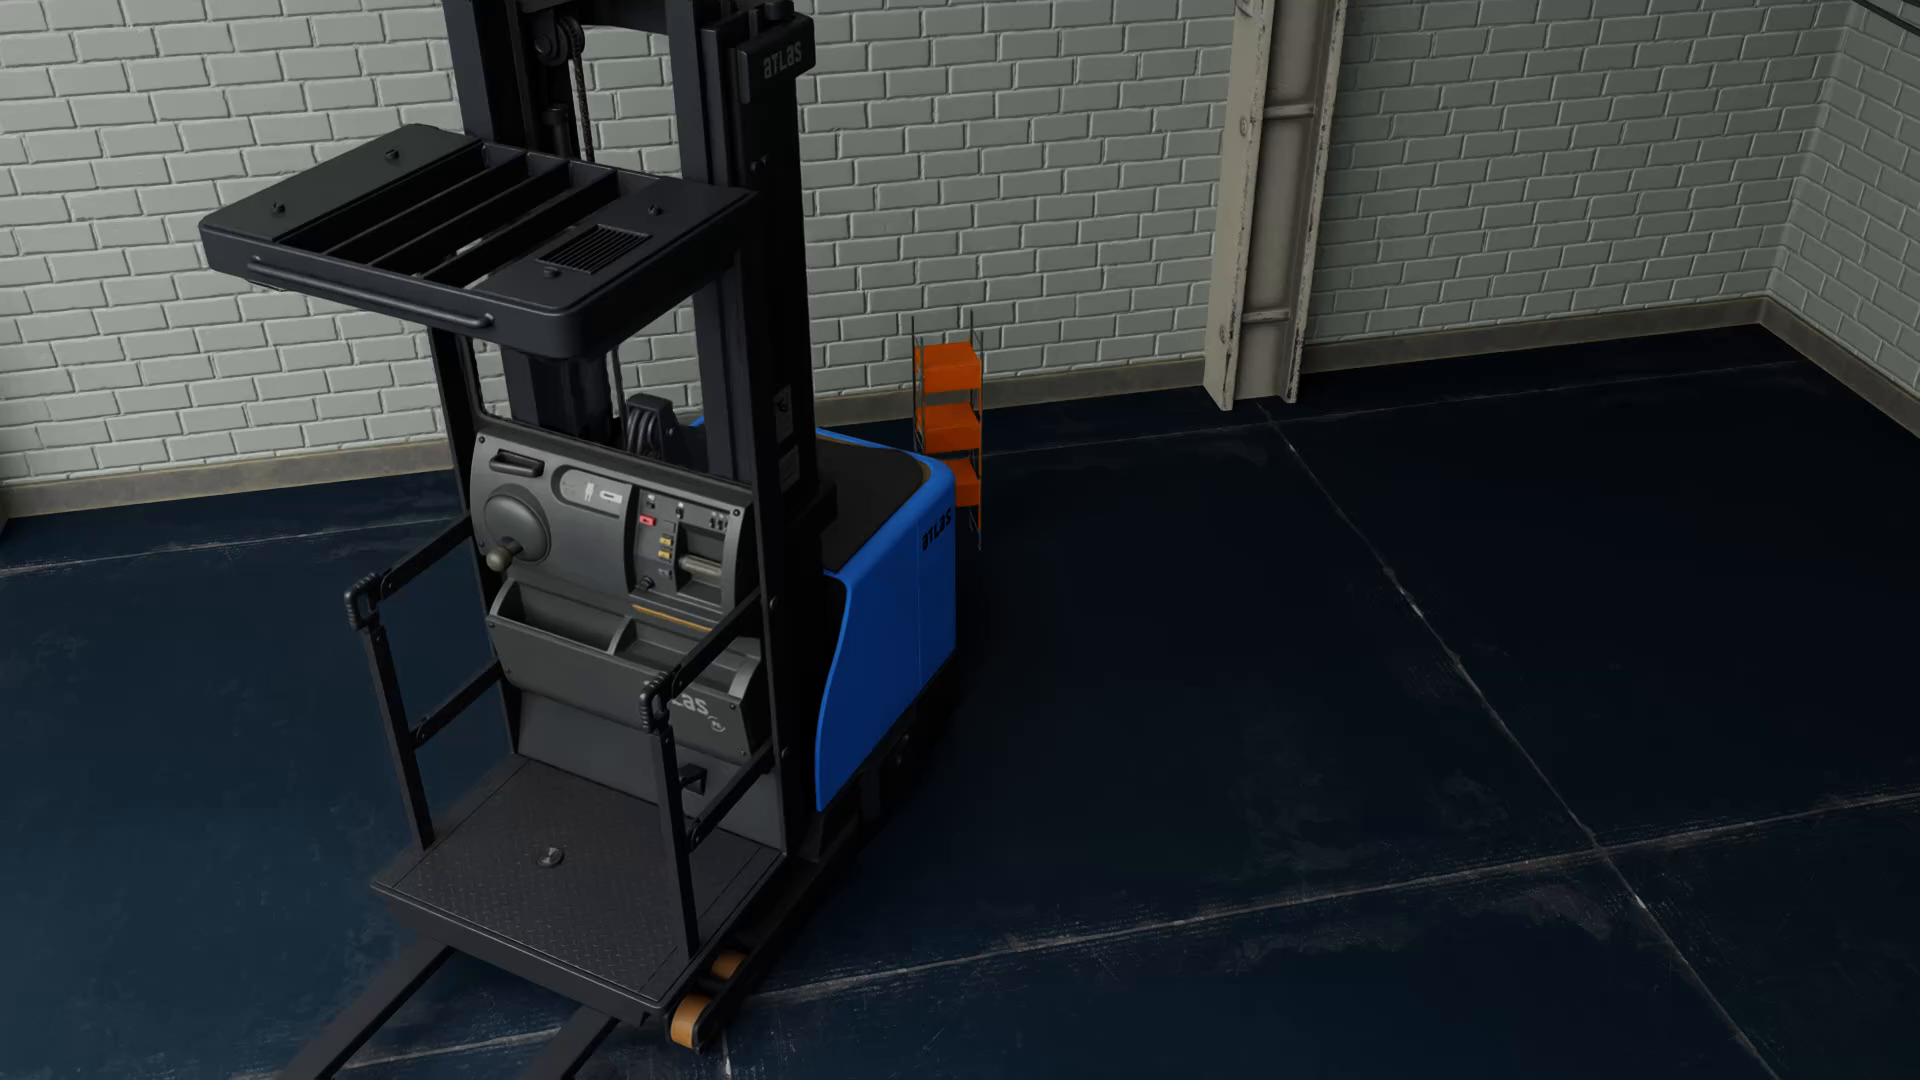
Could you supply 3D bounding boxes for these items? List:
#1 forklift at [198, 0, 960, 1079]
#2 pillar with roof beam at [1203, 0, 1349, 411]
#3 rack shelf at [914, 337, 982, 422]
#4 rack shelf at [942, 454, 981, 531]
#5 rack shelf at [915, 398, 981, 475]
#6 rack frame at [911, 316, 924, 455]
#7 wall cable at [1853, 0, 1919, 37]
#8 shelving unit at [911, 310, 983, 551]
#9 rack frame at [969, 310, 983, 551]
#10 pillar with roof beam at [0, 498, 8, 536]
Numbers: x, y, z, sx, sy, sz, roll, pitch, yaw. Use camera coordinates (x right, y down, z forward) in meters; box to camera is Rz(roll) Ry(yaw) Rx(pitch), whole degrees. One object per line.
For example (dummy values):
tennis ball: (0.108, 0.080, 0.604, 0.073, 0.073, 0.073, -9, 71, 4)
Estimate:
forklift: (-1.109, 0.022, 4.587, 1.130, 2.935, 3.031, 16, 37, 22)
pillar with roof beam: (2.402, -2.142, 2.366, 0.400, 9.000, 9.100, -7, 35, -11)
rack shelf: (-0.052, -0.656, 6.795, 0.240, 0.259, 0.215, -7, 35, -11)
rack shelf: (-0.052, -0.190, 7.108, 0.240, 0.259, 0.215, -7, 35, -11)
rack shelf: (-0.052, -0.421, 6.954, 0.240, 0.259, 0.215, -7, 35, -11)
rack frame: (-0.171, -0.414, 6.925, 0.008, 1.050, 0.200, -7, 35, -11)
wall cable: (4.617, -2.836, 6.187, 0.112, 2.526, 3.097, -7, 35, -11)
shelving unit: (-0.052, -0.429, 6.948, 0.252, 1.050, 0.215, -7, 35, -11)
rack frame: (0.067, -0.444, 6.970, 0.008, 1.050, 0.200, -7, 35, -11)
pillar with roof beam: (-3.451, -1.404, 1.267, 0.400, 9.000, 9.100, -7, 35, -11)
